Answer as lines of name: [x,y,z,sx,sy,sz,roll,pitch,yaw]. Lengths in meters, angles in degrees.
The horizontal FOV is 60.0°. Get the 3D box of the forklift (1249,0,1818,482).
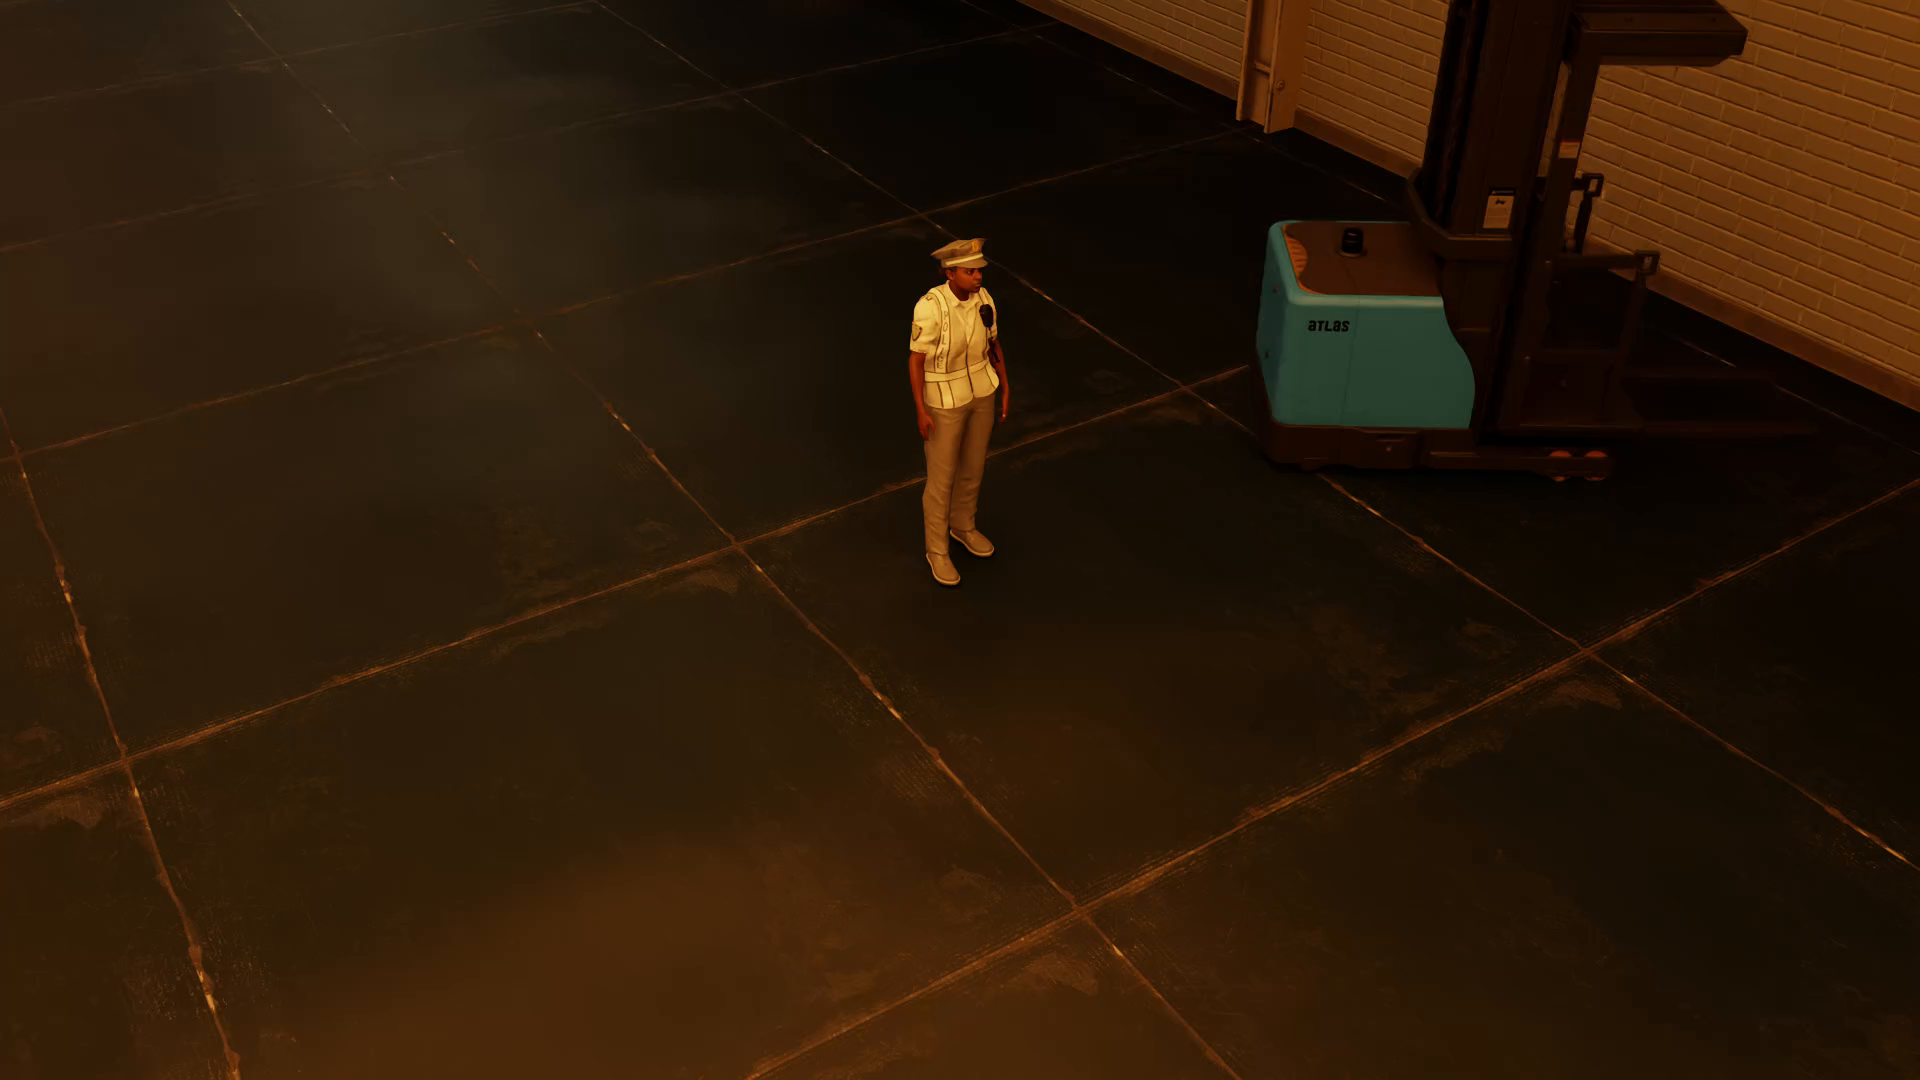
forklift: [3.229,-1.834,8.758,3.031,2.935,1.130,1,35,2]

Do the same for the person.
person: [0.024,-0.657,8.146,0.569,1.695,0.530,-21,40,-27]
